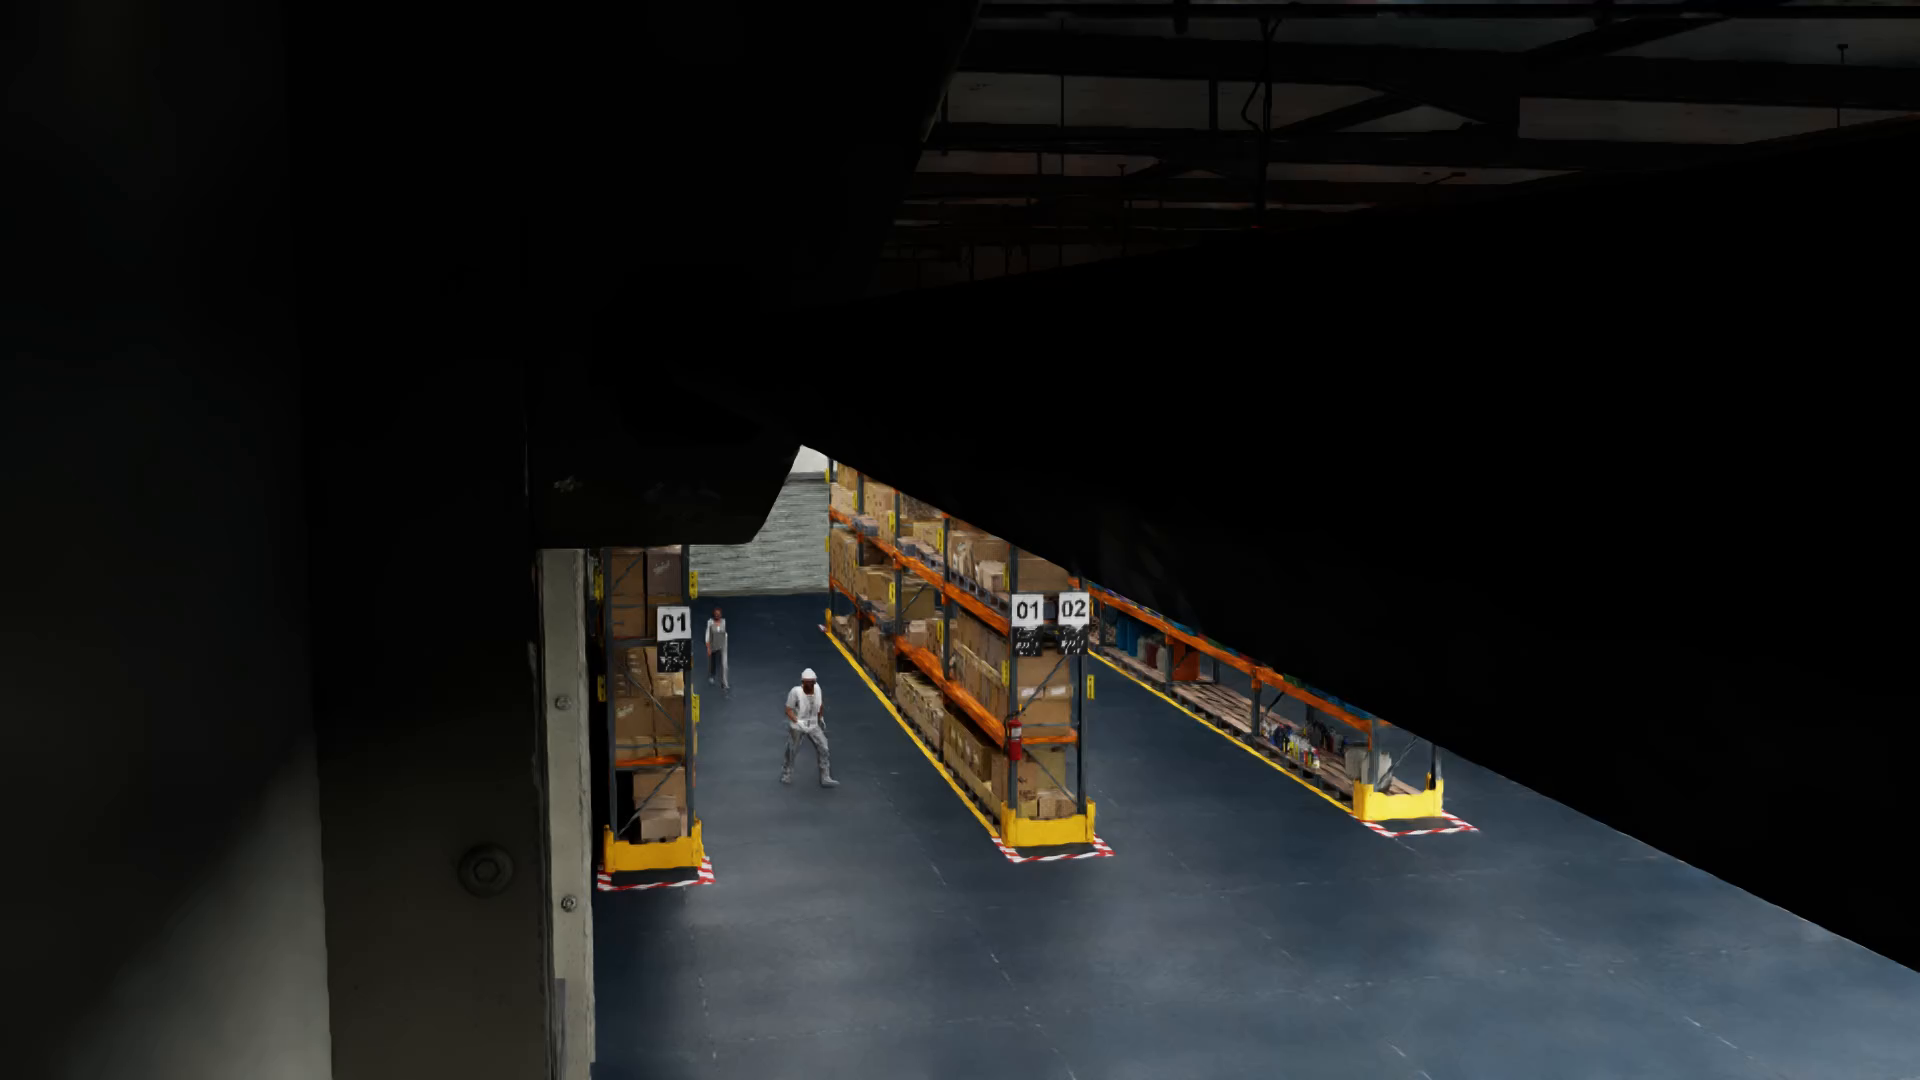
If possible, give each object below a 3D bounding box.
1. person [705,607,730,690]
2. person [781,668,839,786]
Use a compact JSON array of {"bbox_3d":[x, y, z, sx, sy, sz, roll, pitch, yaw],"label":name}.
[{"bbox_3d":[-4.453,1.955,30.418,0.418,1.514,1.039,-2,7,-15],"label":"person"},{"bbox_3d":[-2.204,2.655,23.767,0.701,1.718,0.849,-4,8,-29],"label":"person"}]
